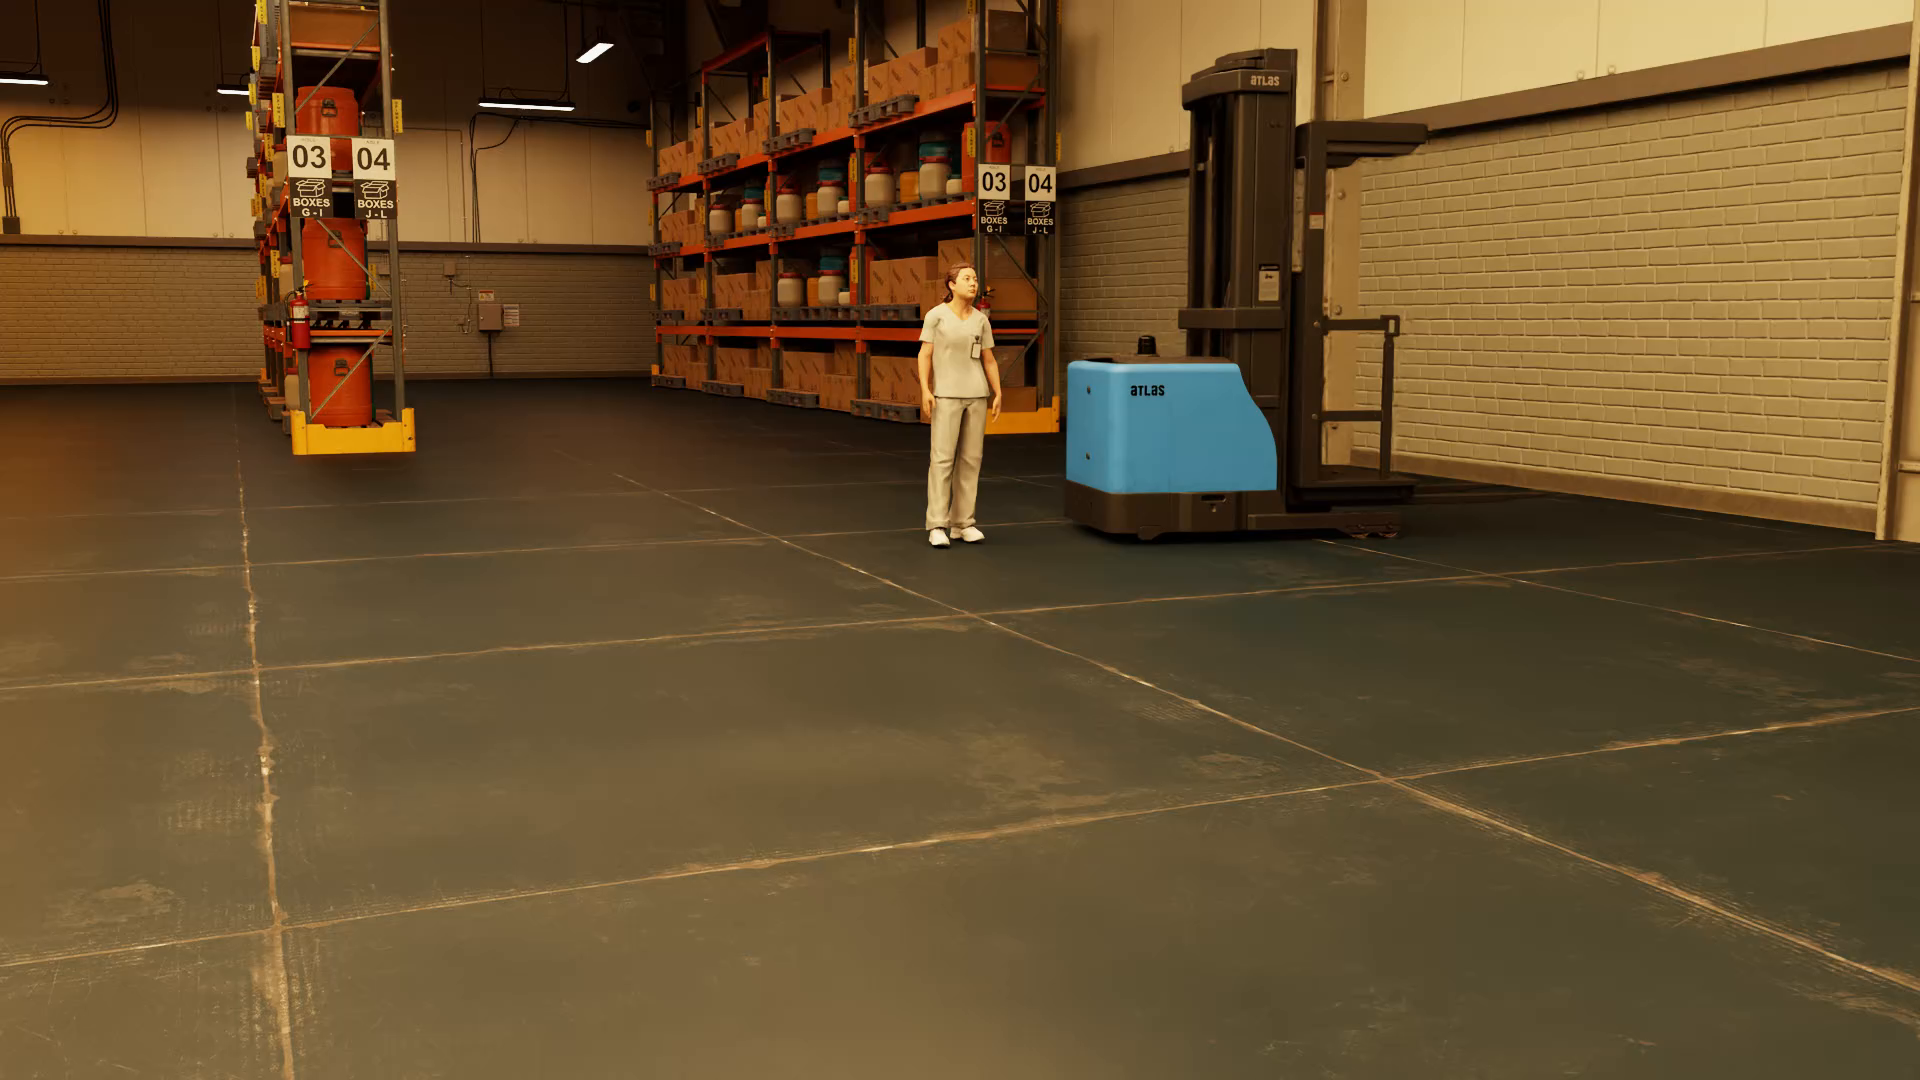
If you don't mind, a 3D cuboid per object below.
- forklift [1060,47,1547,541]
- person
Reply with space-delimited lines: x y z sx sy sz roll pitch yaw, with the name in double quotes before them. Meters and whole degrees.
"forklift" 2.223 -1.525 10.508 3.031 2.935 1.130 -2 8 -13
"person" 0.025 -0.827 9.969 0.559 1.673 0.537 -3 8 -24
